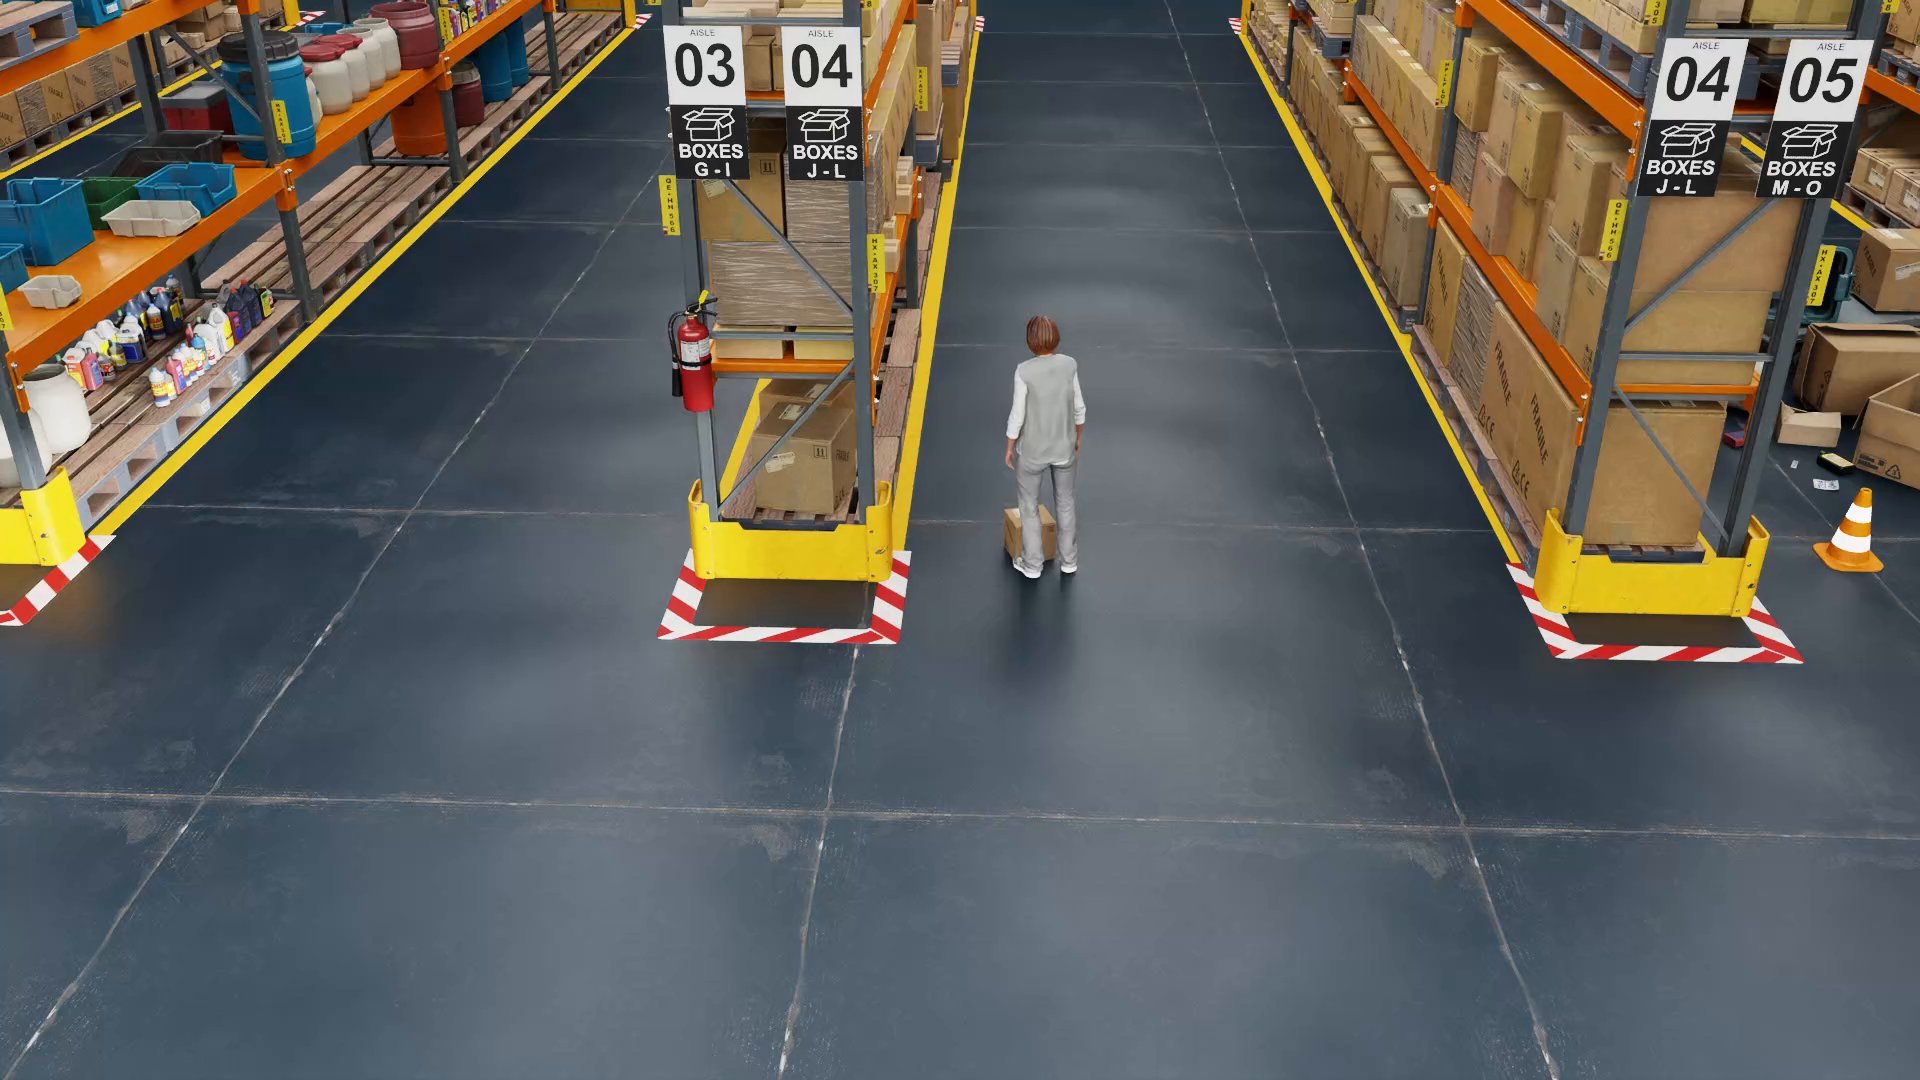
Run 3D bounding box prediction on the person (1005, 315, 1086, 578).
[{"bbox_3d":[0.496,-0.520,9.598,0.481,1.593,0.345,-8,29,-14],"label":"person"}]
